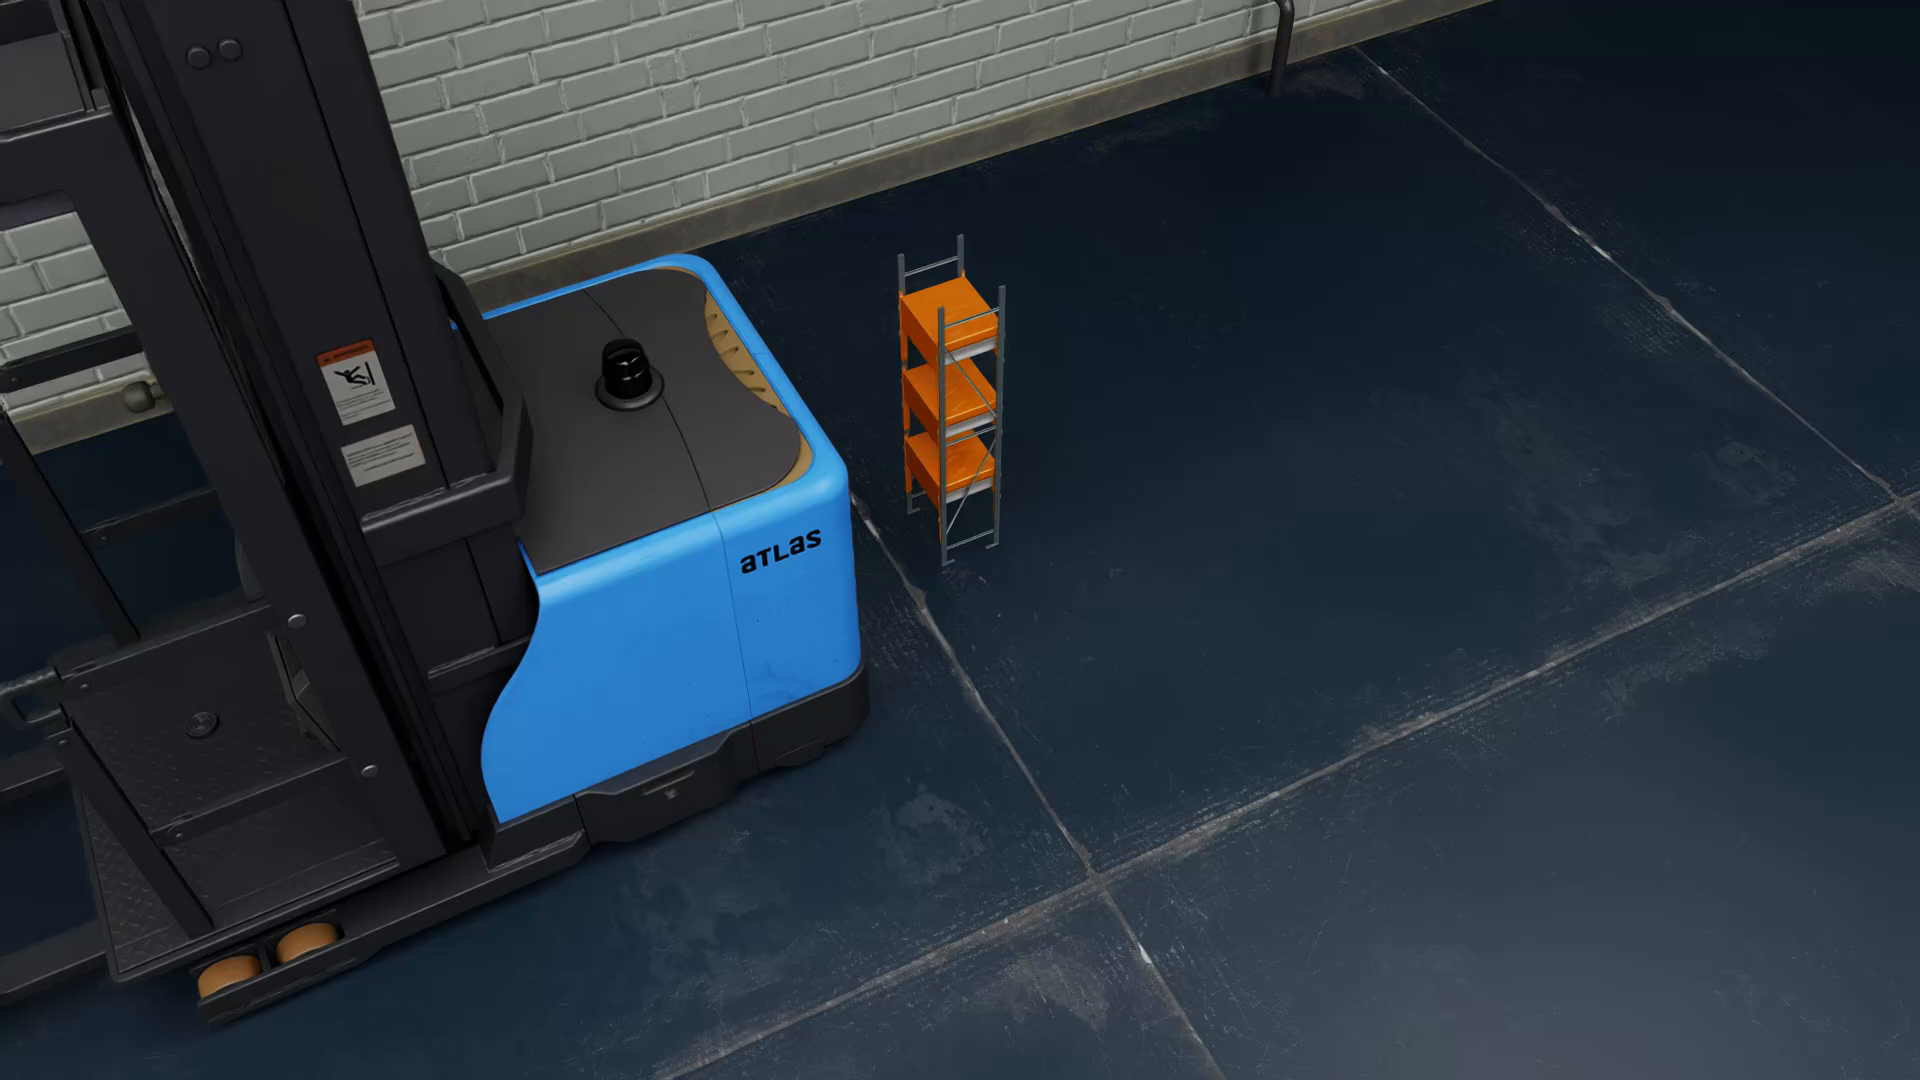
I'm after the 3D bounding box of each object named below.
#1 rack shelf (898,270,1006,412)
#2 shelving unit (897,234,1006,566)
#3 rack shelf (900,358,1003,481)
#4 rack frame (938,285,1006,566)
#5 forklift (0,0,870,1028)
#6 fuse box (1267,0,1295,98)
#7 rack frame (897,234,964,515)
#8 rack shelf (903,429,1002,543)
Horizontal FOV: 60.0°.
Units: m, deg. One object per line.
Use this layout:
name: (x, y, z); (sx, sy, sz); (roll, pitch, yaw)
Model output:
rack shelf: (-0.024, -0.561, 4.681); (0.215, 0.259, 0.240); (-21, 52, -18)
shelving unit: (-0.024, -0.381, 4.886); (0.215, 1.050, 0.252); (-21, 52, -18)
rack shelf: (-0.024, -0.374, 4.894); (0.215, 0.259, 0.240); (-21, 52, -18)
rack frame: (0.031, -0.300, 4.815); (0.200, 1.050, 0.008); (-21, 52, -18)
forklift: (-1.803, -0.222, 3.497); (3.031, 2.935, 1.130); (-22, 52, -18)
fuse box: (1.333, -2.395, 6.208); (0.539, 1.711, 0.414); (-21, 52, -18)
rack frame: (-0.080, -0.463, 4.958); (0.200, 1.050, 0.008); (-21, 52, -18)
rack shelf: (-0.024, -0.192, 5.103); (0.215, 0.259, 0.240); (-21, 52, -18)
